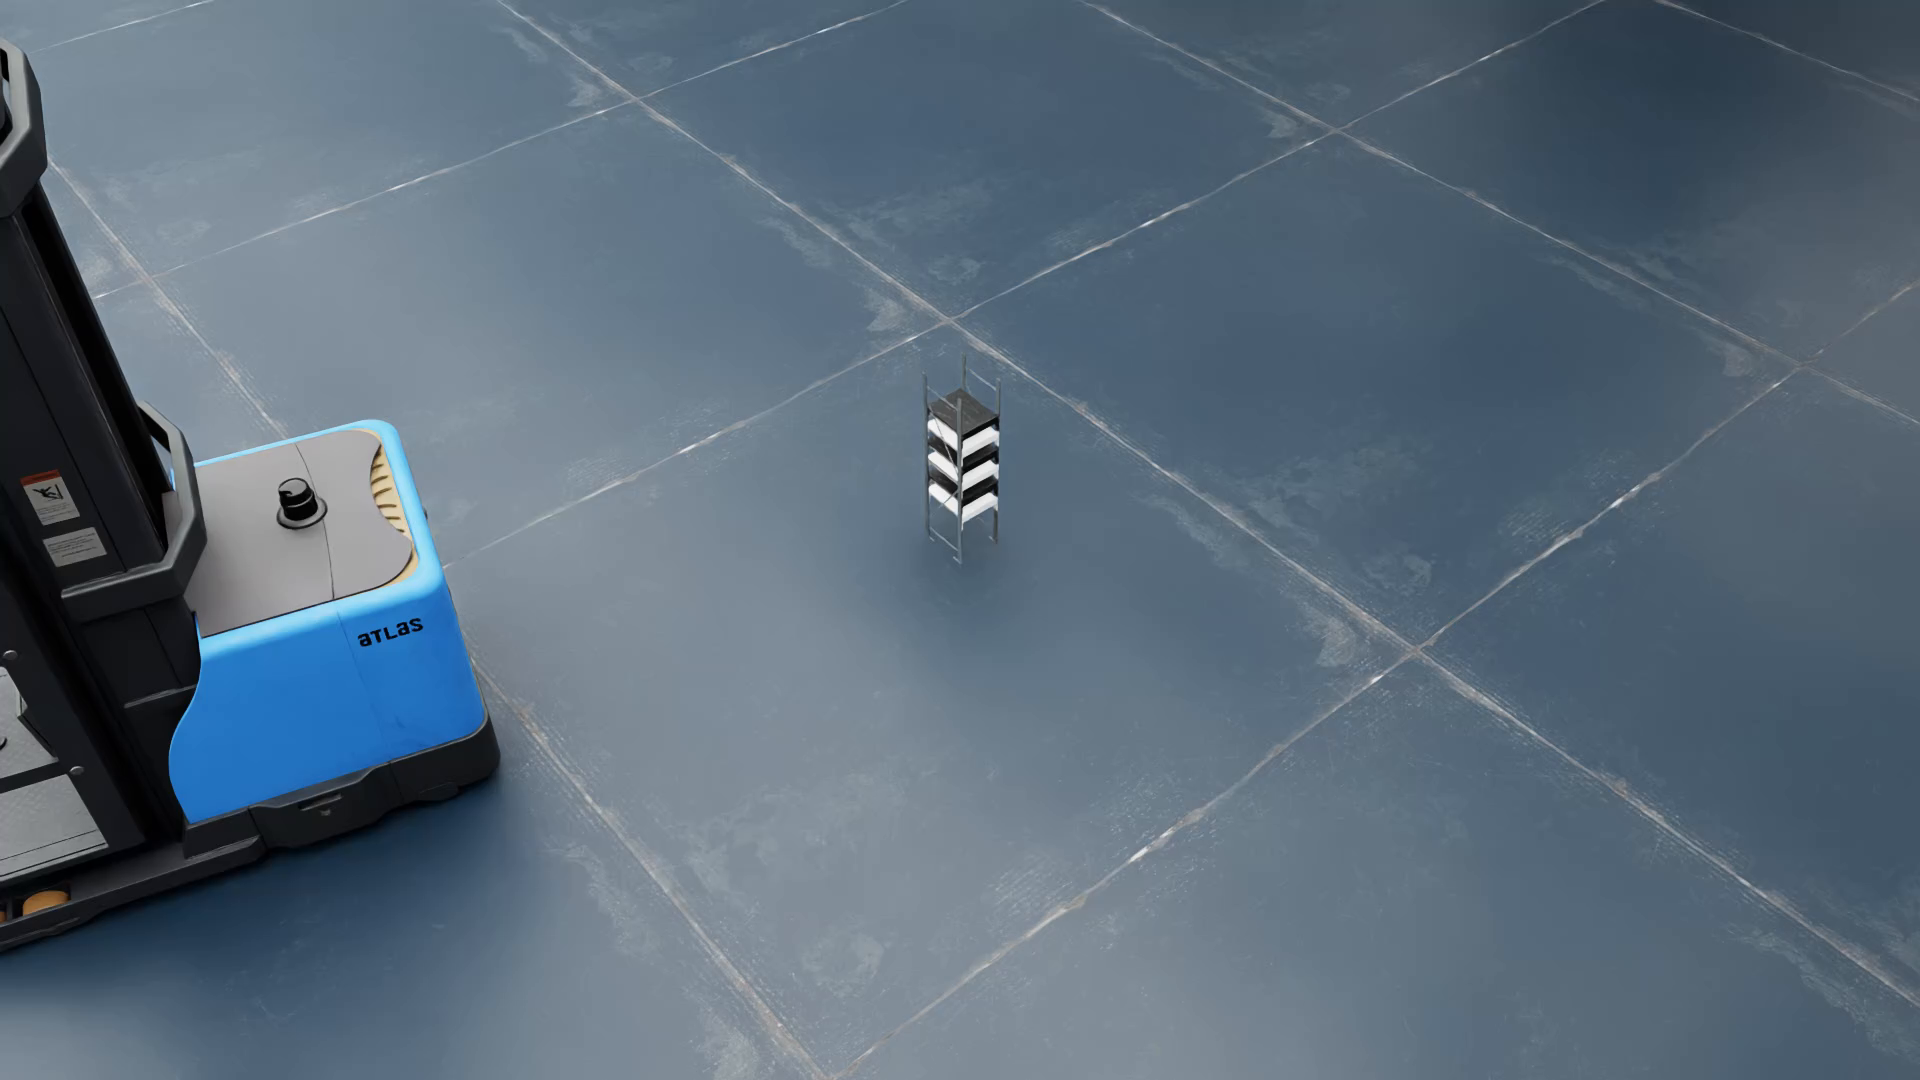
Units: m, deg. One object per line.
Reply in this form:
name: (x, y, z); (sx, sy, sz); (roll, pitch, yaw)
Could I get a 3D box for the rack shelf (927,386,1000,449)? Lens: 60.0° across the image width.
rack shelf: (0.006, -0.504, 6.837); (0.200, 0.077, 0.258); (-30, 51, -28)

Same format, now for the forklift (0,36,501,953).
forklift: (-3.307, -0.042, 5.207); (3.031, 2.935, 1.130); (-17, 46, -18)

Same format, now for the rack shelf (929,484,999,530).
rack shelf: (0.006, -0.176, 7.145); (0.200, 0.077, 0.258); (-30, 51, -28)

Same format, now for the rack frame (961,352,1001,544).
rack frame: (0.084, -0.376, 7.047); (0.006, 0.900, 0.240); (-30, 51, -28)

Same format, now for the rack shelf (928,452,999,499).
rack shelf: (0.006, -0.307, 7.022); (0.200, 0.077, 0.258); (-30, 51, -28)

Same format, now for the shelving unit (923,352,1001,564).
shelving unit: (0.006, -0.332, 6.999); (0.210, 0.900, 0.258); (-30, 51, -28)

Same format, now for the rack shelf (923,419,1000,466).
rack shelf: (0.006, -0.438, 6.899); (0.200, 0.077, 0.258); (-30, 51, -28)

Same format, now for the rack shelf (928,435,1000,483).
rack shelf: (0.006, -0.373, 6.961); (0.200, 0.077, 0.258); (-30, 51, -28)

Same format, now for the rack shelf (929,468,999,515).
rack shelf: (0.006, -0.242, 7.084); (0.200, 0.077, 0.258); (-30, 51, -28)

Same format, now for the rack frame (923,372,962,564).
rack frame: (-0.072, -0.287, 6.952); (0.006, 0.900, 0.240); (-30, 51, -28)
